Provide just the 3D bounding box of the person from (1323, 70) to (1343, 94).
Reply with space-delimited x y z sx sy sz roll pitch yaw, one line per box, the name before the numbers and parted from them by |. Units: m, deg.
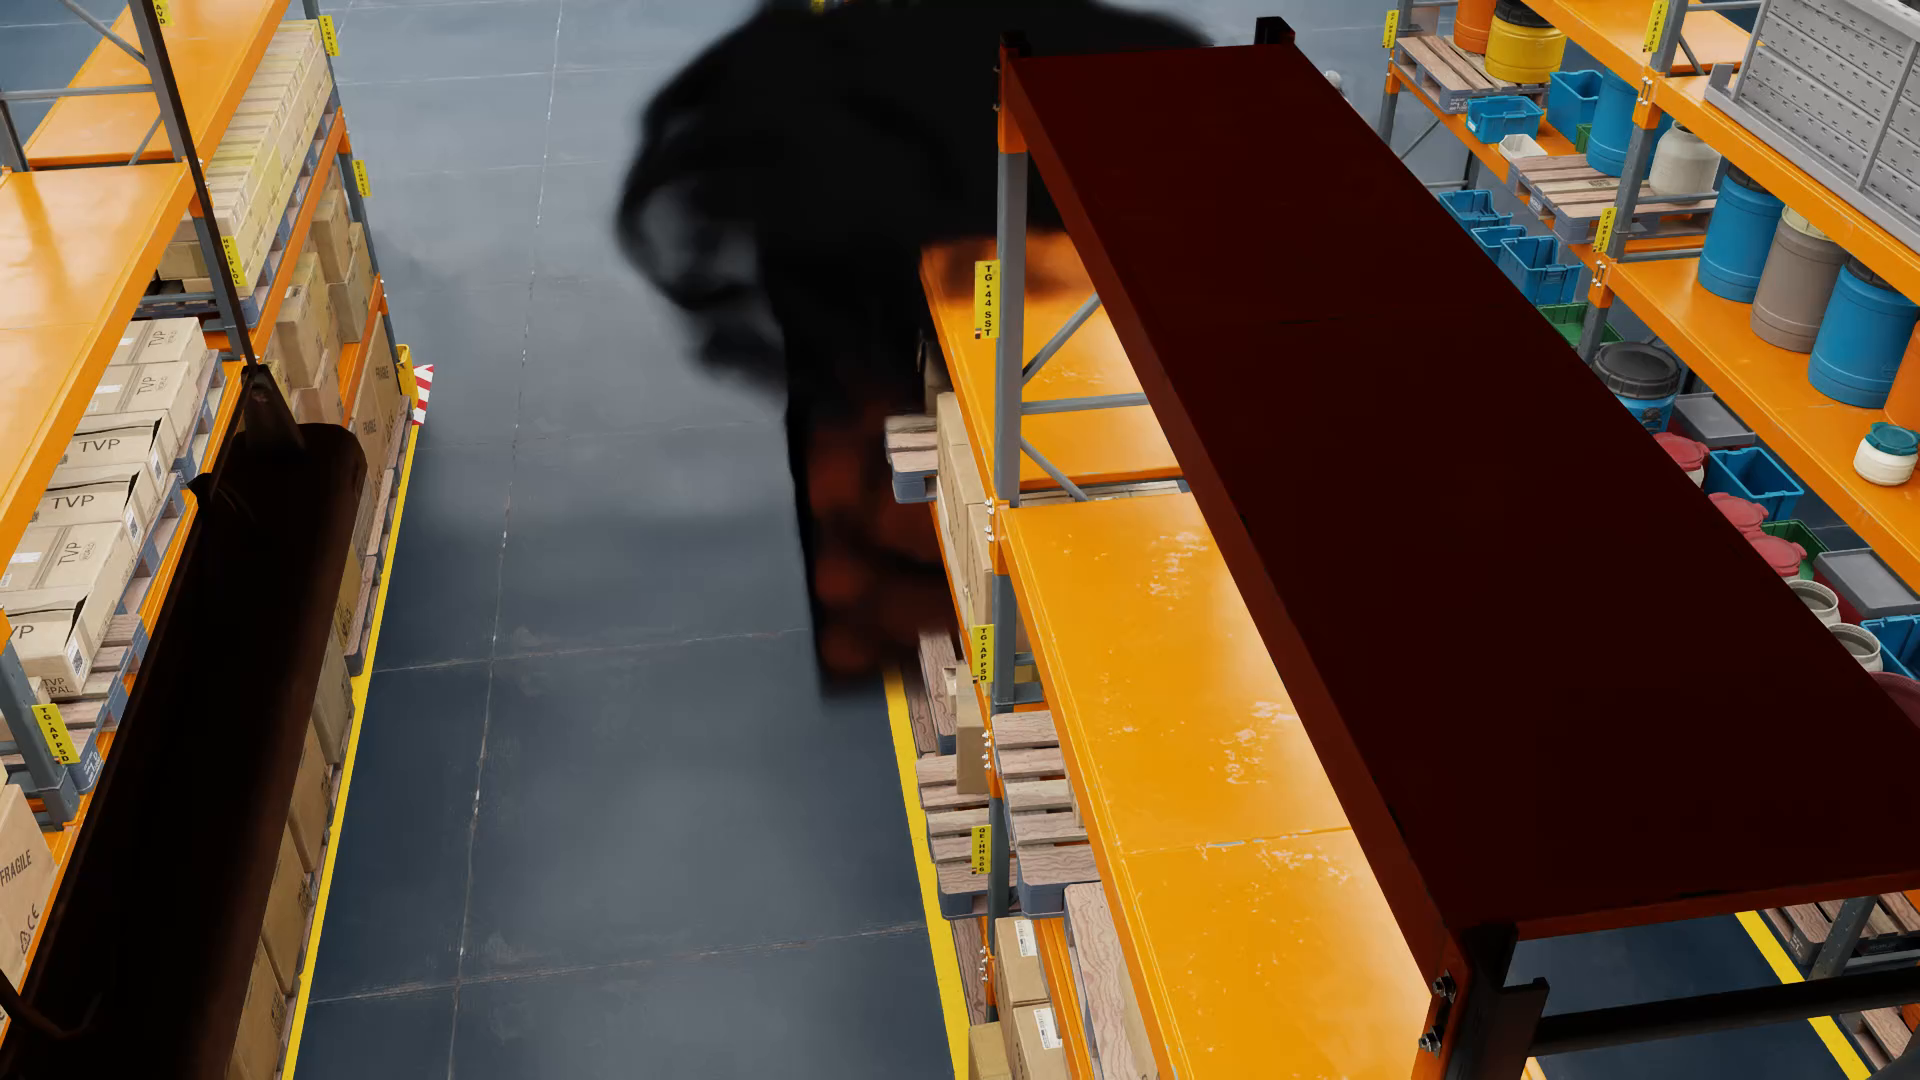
person | 3.679 -3.904 16.959 0.693 1.785 0.621 16 39 20
